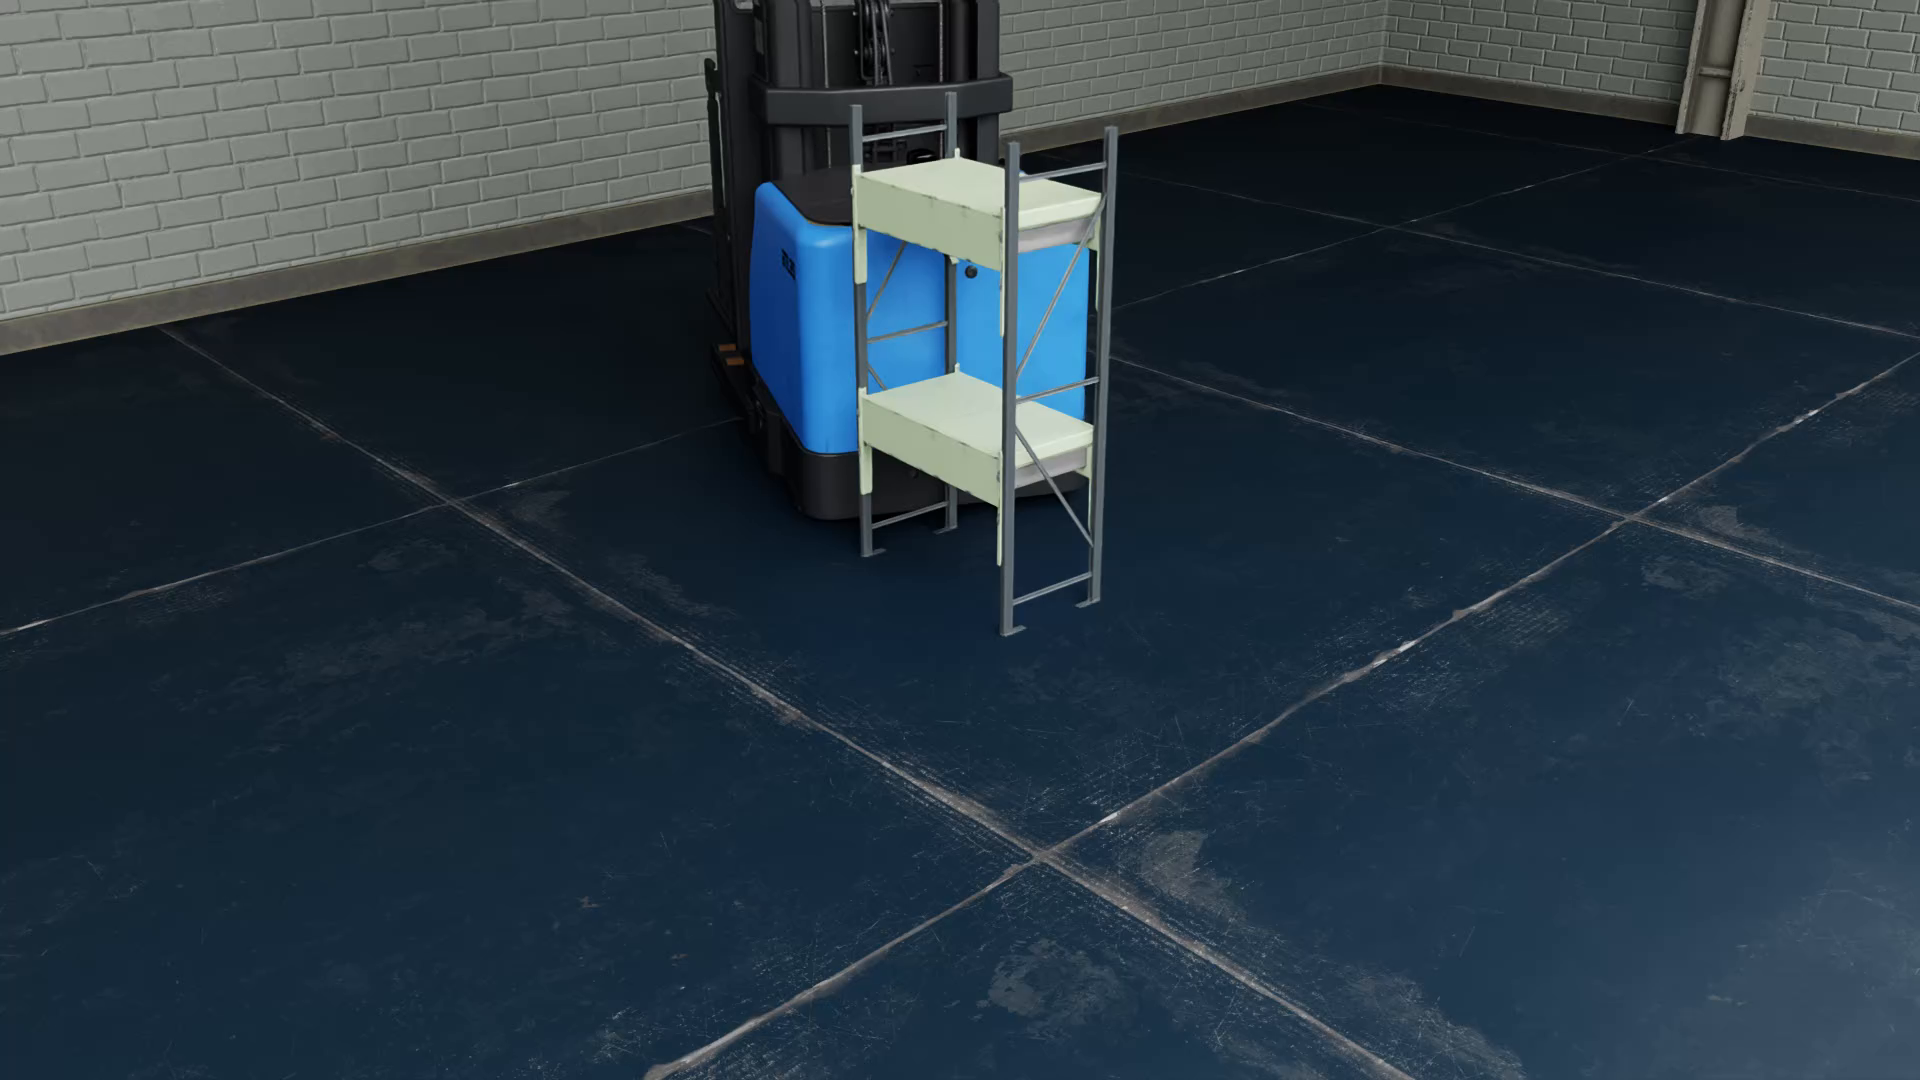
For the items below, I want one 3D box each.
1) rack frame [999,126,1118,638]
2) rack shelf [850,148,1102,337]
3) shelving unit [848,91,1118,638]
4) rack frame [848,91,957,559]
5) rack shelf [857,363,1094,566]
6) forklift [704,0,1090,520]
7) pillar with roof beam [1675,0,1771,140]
[{"bbox_3d":[0.284,-0.437,4.900,0.400,1.500,0.023,-18,30,-35],"label":"rack frame"},{"bbox_3d":[0.056,-0.910,4.998,0.431,0.370,0.720,-18,30,-35],"label":"rack shelf"},{"bbox_3d":[0.056,-0.555,5.160,0.431,1.500,0.755,-18,30,-35],"label":"shelving unit"},{"bbox_3d":[-0.173,-0.674,5.420,0.400,1.500,0.023,-18,30,-35],"label":"rack frame"},{"bbox_3d":[0.056,-0.259,5.296,0.431,0.370,0.720,-18,30,-35],"label":"rack shelf"},{"bbox_3d":[-0.460,-1.990,6.581,1.130,2.935,3.031,-7,26,-15],"label":"forklift"},{"bbox_3d":[2.438,-5.897,7.834,9.100,9.000,0.400,-21,32,-38],"label":"pillar with roof beam"}]
